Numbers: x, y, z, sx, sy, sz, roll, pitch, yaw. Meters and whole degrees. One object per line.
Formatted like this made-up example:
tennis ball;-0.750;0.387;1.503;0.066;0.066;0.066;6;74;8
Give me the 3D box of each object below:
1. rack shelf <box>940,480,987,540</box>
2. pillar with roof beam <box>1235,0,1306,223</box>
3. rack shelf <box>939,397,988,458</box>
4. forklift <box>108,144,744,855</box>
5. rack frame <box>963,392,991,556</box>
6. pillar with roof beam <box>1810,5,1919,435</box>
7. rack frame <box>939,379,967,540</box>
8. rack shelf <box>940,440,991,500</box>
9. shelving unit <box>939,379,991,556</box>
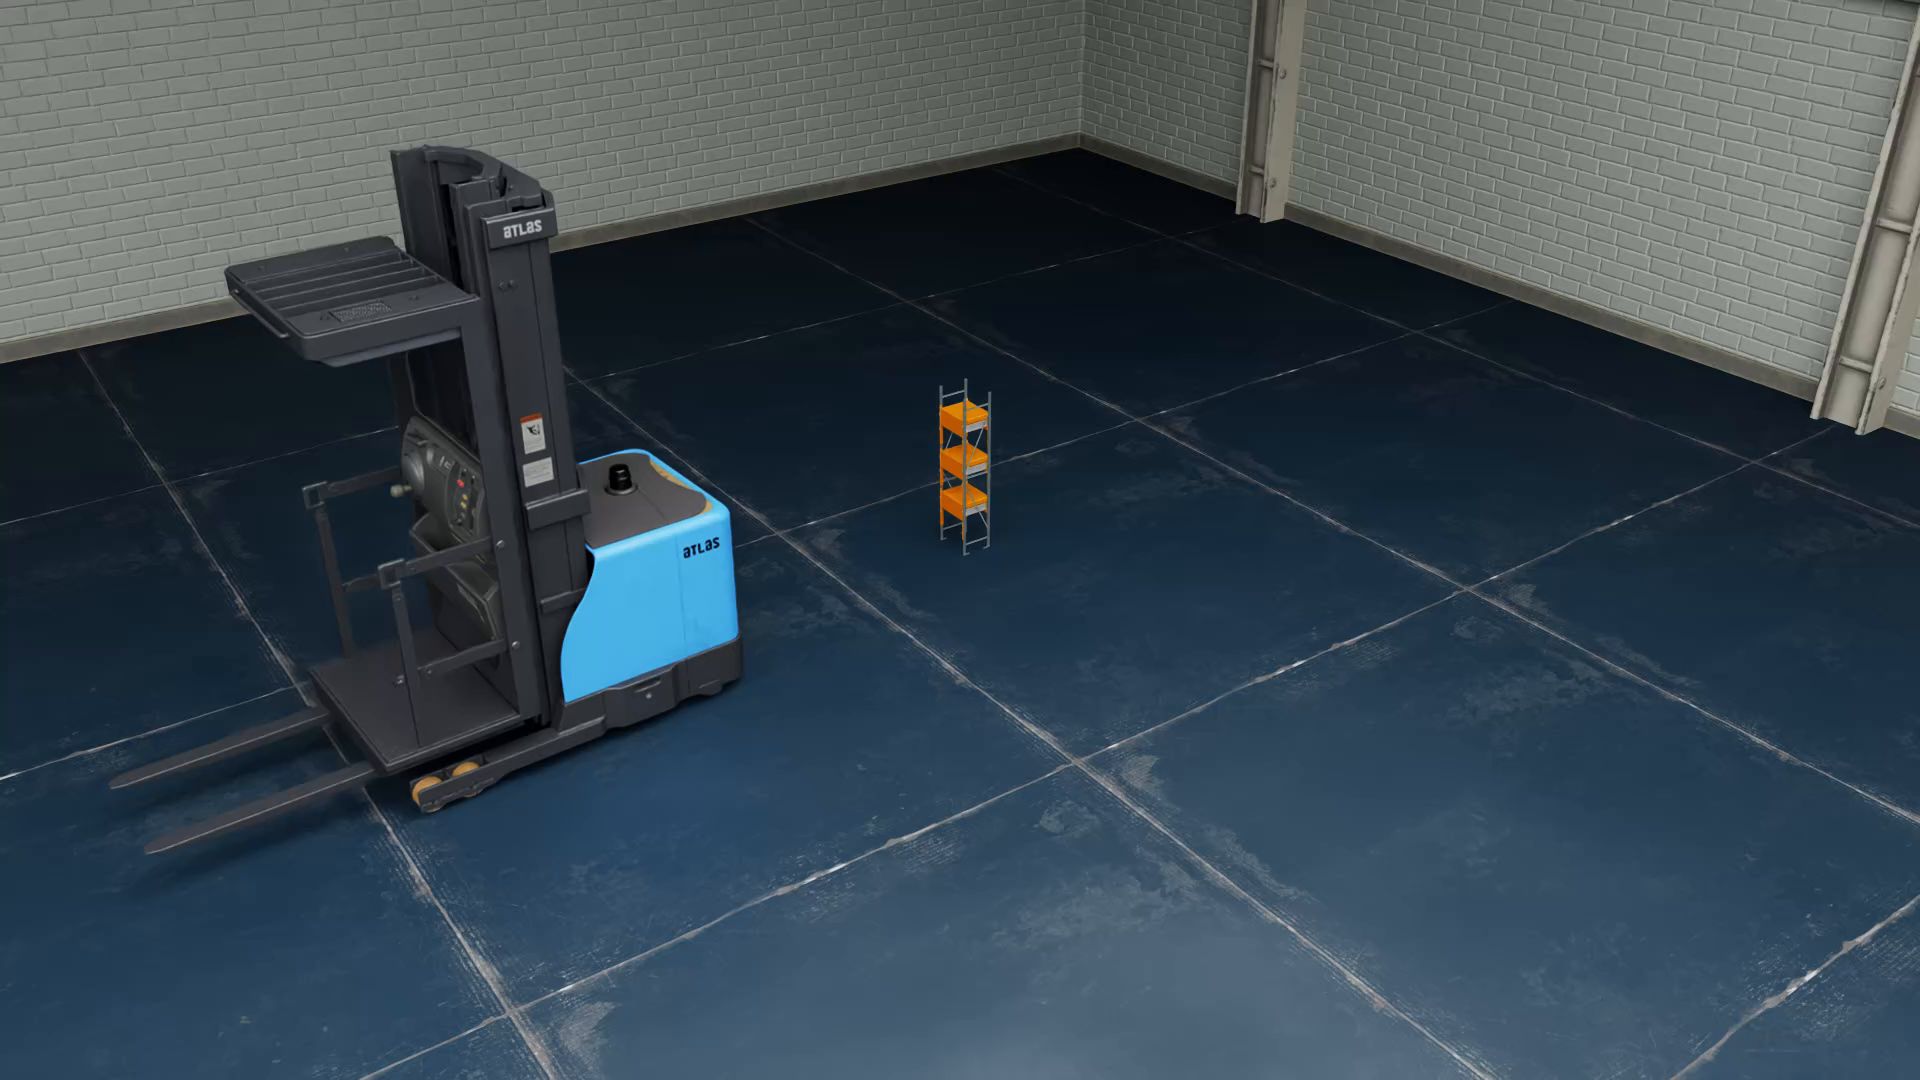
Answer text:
rack shelf;0.031;-0.187;10.325;0.215;0.259;0.240;-19;34;-31
pillar with roof beam;-0.552;-5.958;12.018;9.100;9.000;0.400;-19;34;-31
rack shelf;0.031;-0.681;10.057;0.215;0.259;0.240;-19;34;-31
forklift;-2.644;-0.258;7.880;3.031;2.935;1.130;-20;35;-33
rack frame;0.102;-0.393;10.100;0.200;1.050;0.008;-19;34;-31
pillar with roof beam;2.928;-3.625;7.723;9.100;9.000;0.400;-19;34;-31
rack frame;-0.040;-0.488;10.275;0.200;1.050;0.008;-19;34;-31
rack shelf;0.031;-0.431;10.193;0.215;0.259;0.240;-19;34;-31
shelving unit;0.031;-0.441;10.188;0.215;1.050;0.252;-19;34;-31
